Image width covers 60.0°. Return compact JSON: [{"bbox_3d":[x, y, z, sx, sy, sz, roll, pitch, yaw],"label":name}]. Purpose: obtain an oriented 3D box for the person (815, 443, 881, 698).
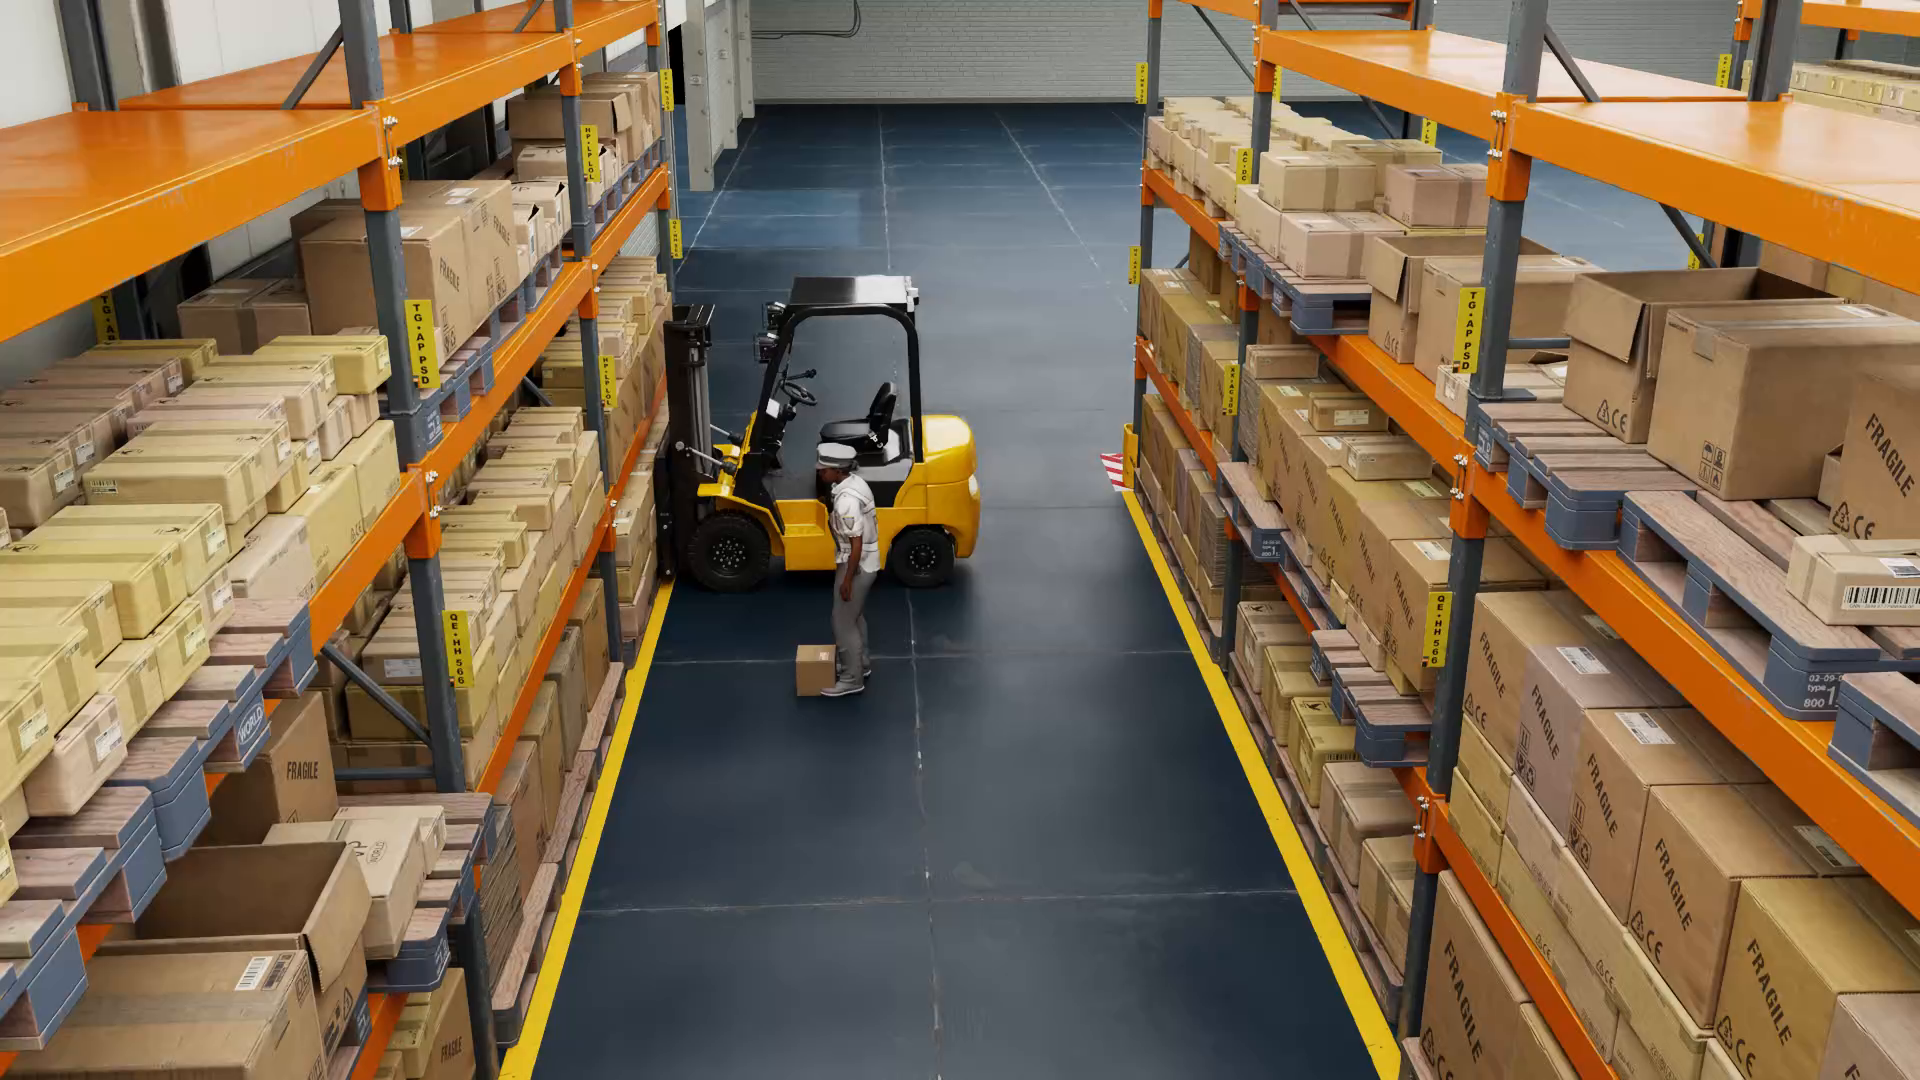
[{"bbox_3d":[-0.714,0.181,10.597,0.417,1.658,0.518,-1,21,-4],"label":"person"}]
